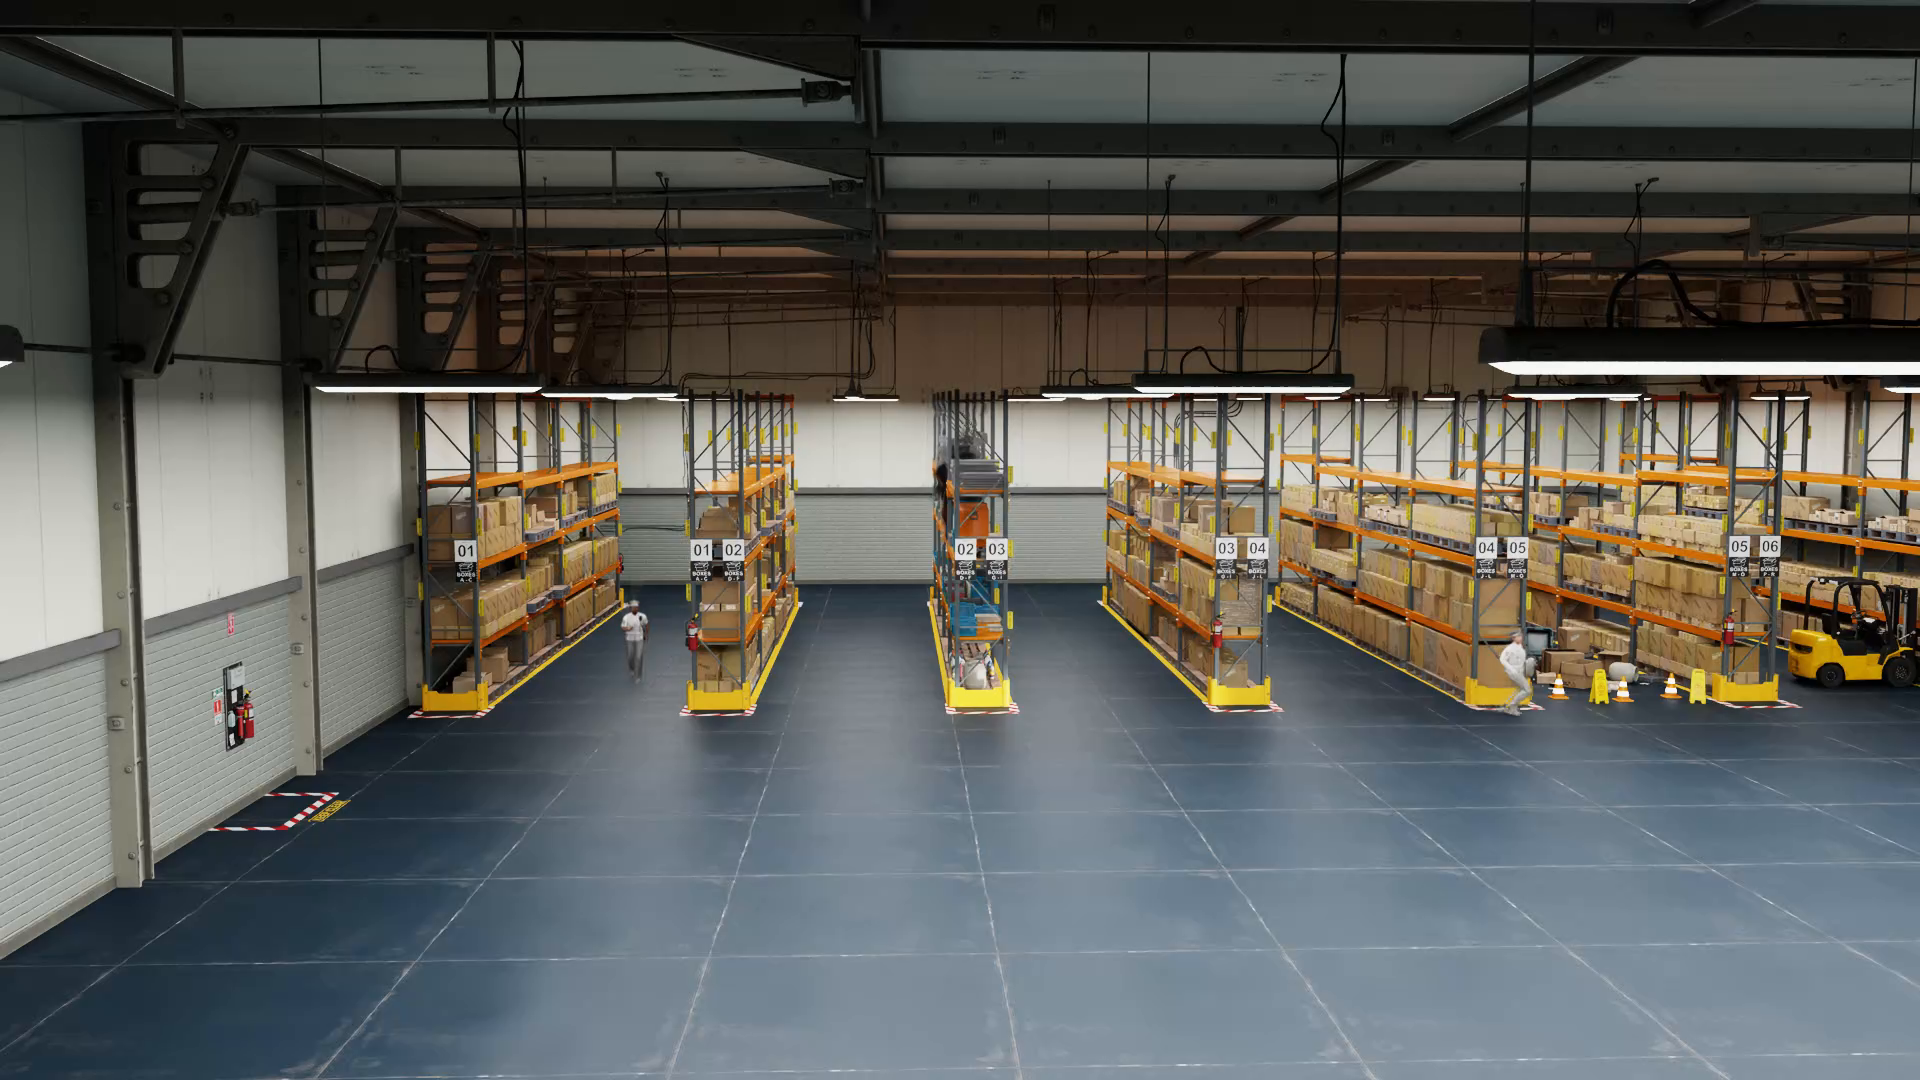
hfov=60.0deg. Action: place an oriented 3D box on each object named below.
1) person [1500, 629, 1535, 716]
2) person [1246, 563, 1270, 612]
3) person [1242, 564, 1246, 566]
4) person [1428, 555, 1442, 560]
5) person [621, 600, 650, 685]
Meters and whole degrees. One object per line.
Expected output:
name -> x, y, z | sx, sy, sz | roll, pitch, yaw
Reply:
person -> 10.191, 2.427, 30.384 | 0.580, 1.641, 0.621 | 3, 5, 31
person -> 8.311, 1.089, 46.306 | 0.662, 1.760, 0.805 | 0, 5, -1
person -> 7.930, 1.069, 48.118 | 0.672, 1.484, 0.568 | 3, 6, 33
person -> 14.201, 0.825, 49.338 | 0.863, 1.811, 0.674 | 1, 5, 12
person -> -6.675, 2.068, 34.191 | 0.575, 1.685, 0.938 | -1, 5, -9
